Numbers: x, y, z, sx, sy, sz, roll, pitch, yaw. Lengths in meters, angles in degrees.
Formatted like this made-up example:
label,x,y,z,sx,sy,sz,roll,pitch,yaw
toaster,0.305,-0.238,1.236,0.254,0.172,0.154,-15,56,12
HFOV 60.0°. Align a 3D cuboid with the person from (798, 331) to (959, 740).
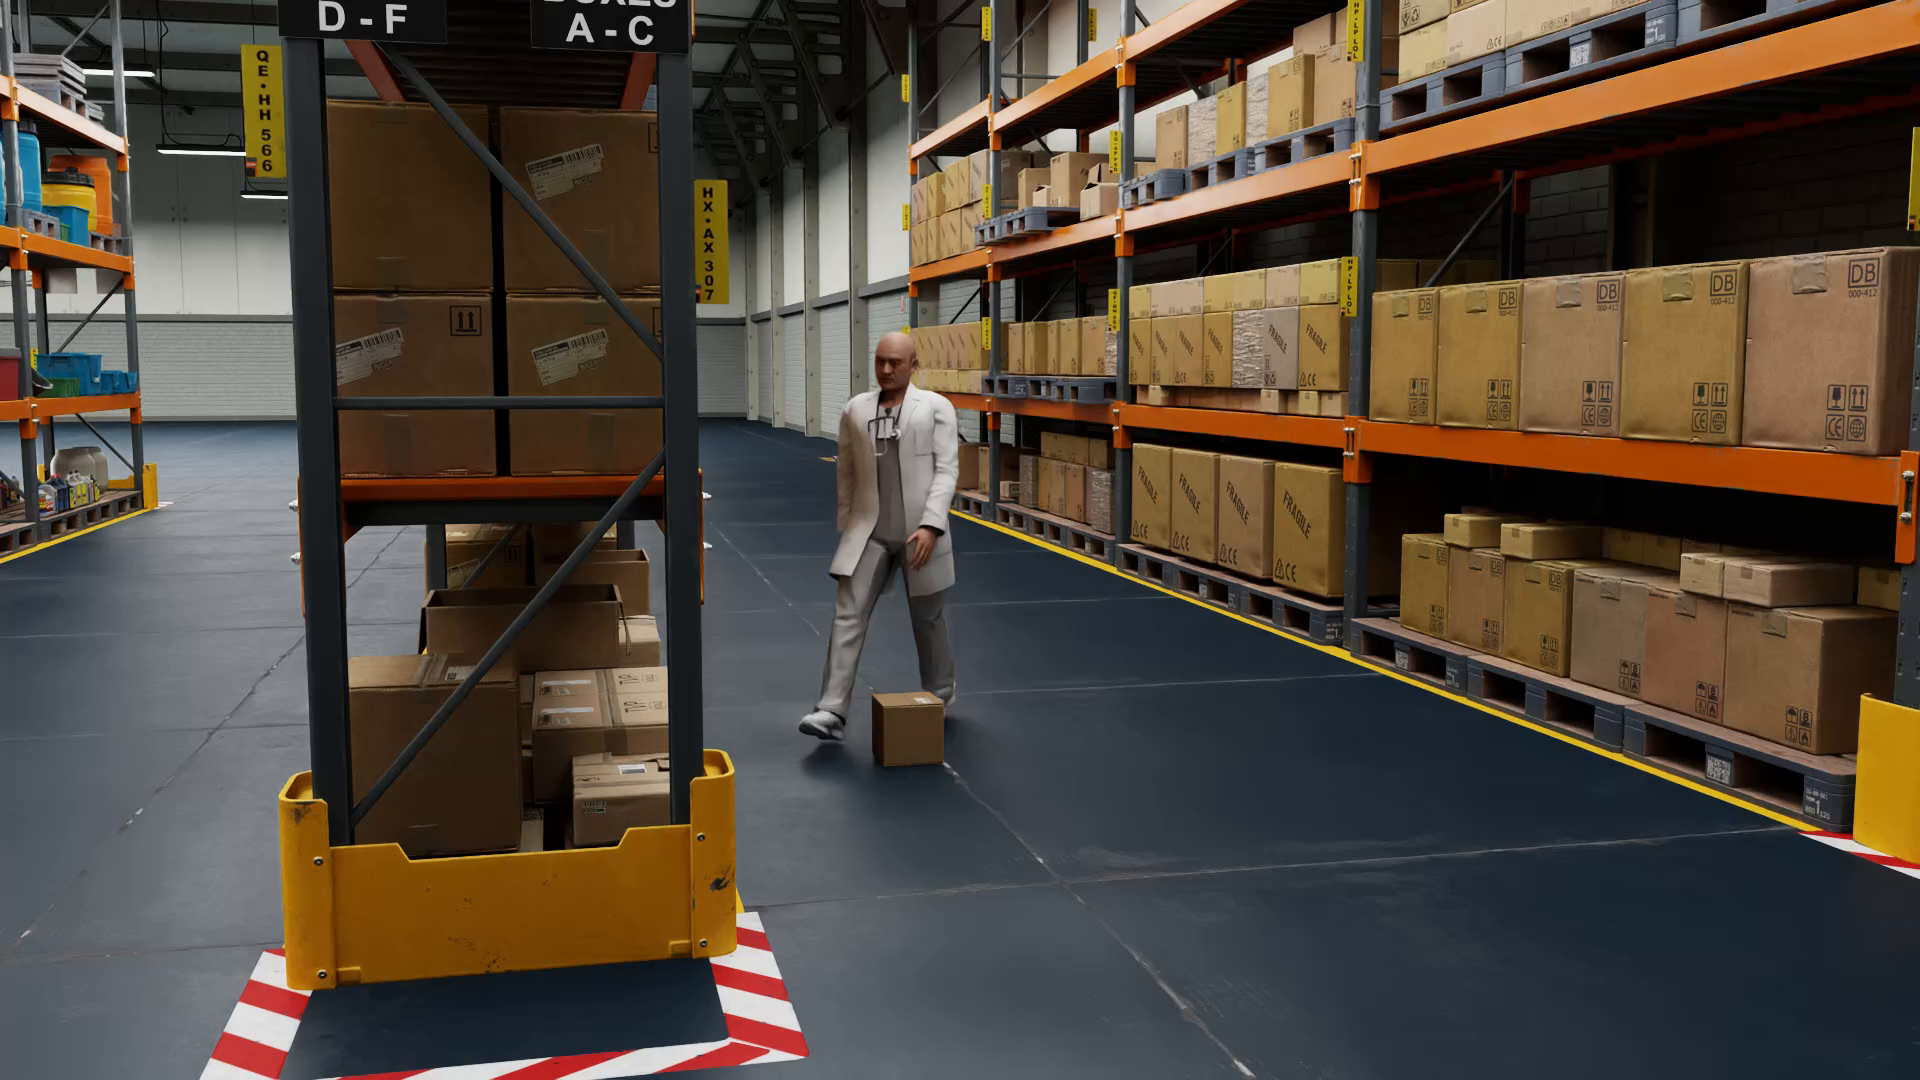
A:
label,x,y,z,sx,sy,sz,roll,pitch,yaw
person,-0.308,-0.024,7.173,0.605,1.742,1.001,1,6,8
